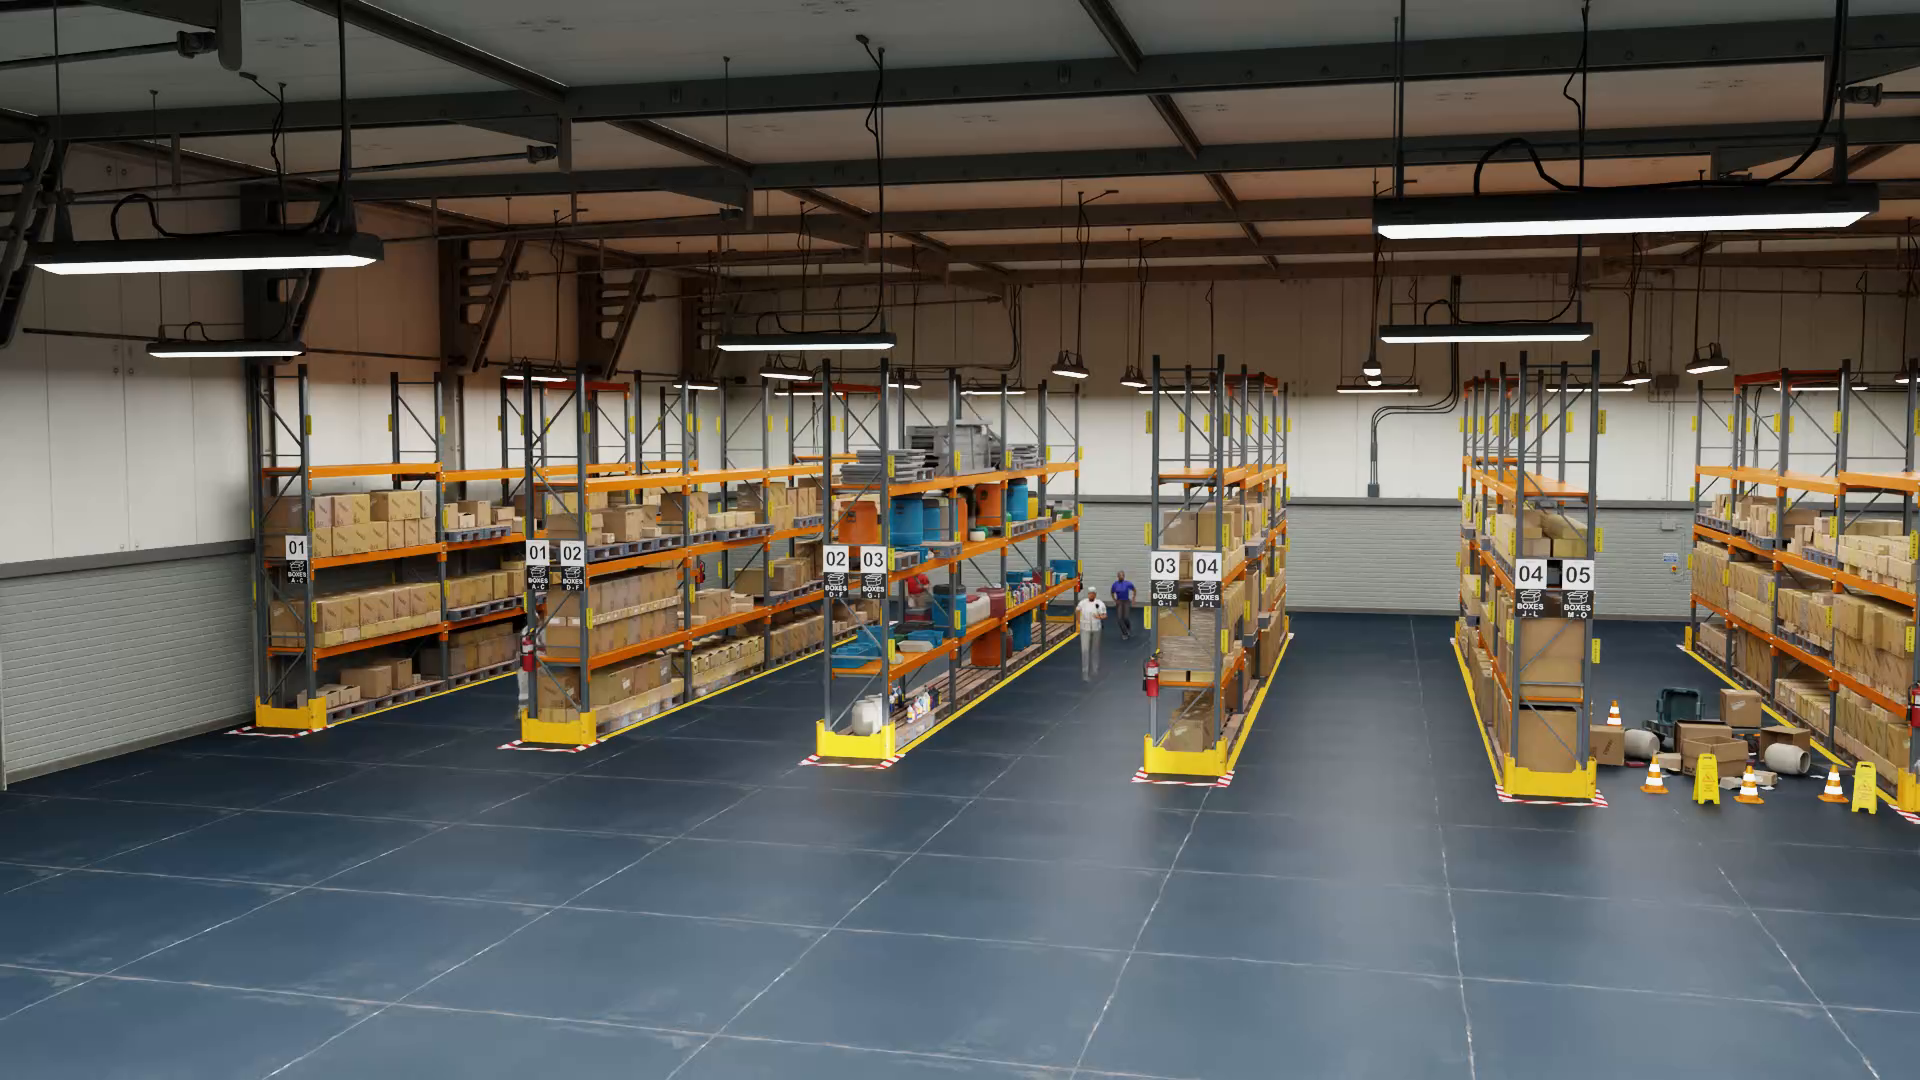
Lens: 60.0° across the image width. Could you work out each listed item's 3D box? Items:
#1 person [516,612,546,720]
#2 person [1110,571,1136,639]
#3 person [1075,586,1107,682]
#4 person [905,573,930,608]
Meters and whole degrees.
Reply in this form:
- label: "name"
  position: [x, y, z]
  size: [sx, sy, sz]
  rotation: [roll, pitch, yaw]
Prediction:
- label: "person"
  position: [-7.334, 2.119, 28.534]
  size: [0.655, 1.816, 0.910]
  rotation: [1, 4, 12]
- label: "person"
  position: [3.811, 1.519, 38.918]
  size: [0.587, 1.611, 0.528]
  rotation: [1, 4, 18]
- label: "person"
  position: [2.454, 1.740, 31.099]
  size: [0.582, 1.751, 0.718]
  rotation: [0, 4, 2]
- label: "person"
  position: [-1.037, 1.432, 39.486]
  size: [0.684, 1.787, 0.889]
  rotation: [1, 4, 8]
